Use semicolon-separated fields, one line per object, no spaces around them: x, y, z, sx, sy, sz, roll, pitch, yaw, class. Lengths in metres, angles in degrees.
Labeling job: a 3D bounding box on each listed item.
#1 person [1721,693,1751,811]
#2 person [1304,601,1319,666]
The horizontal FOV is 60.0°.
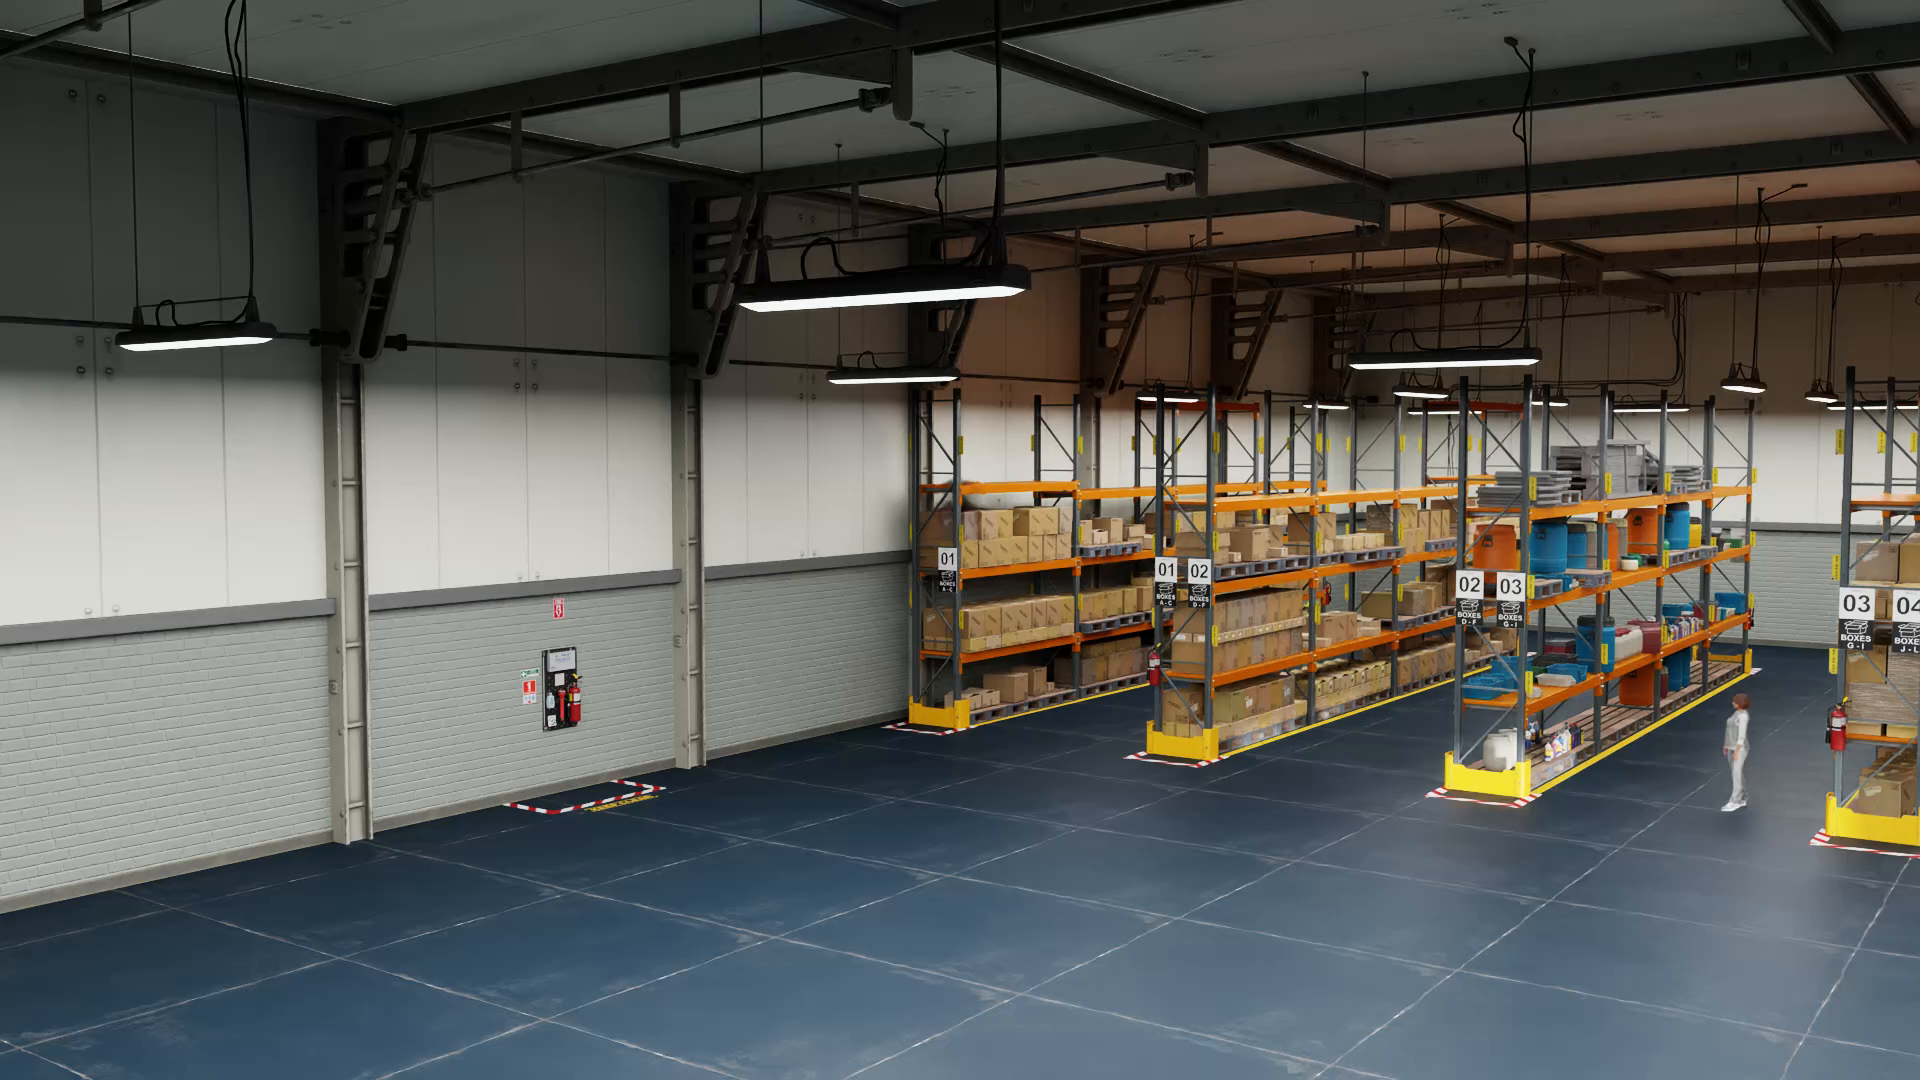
10.686;2.909;22.904;0.487;1.617;0.431;0;3;-3;person
7.329;2.131;34.695;0.390;1.765;0.655;1;4;24;person
